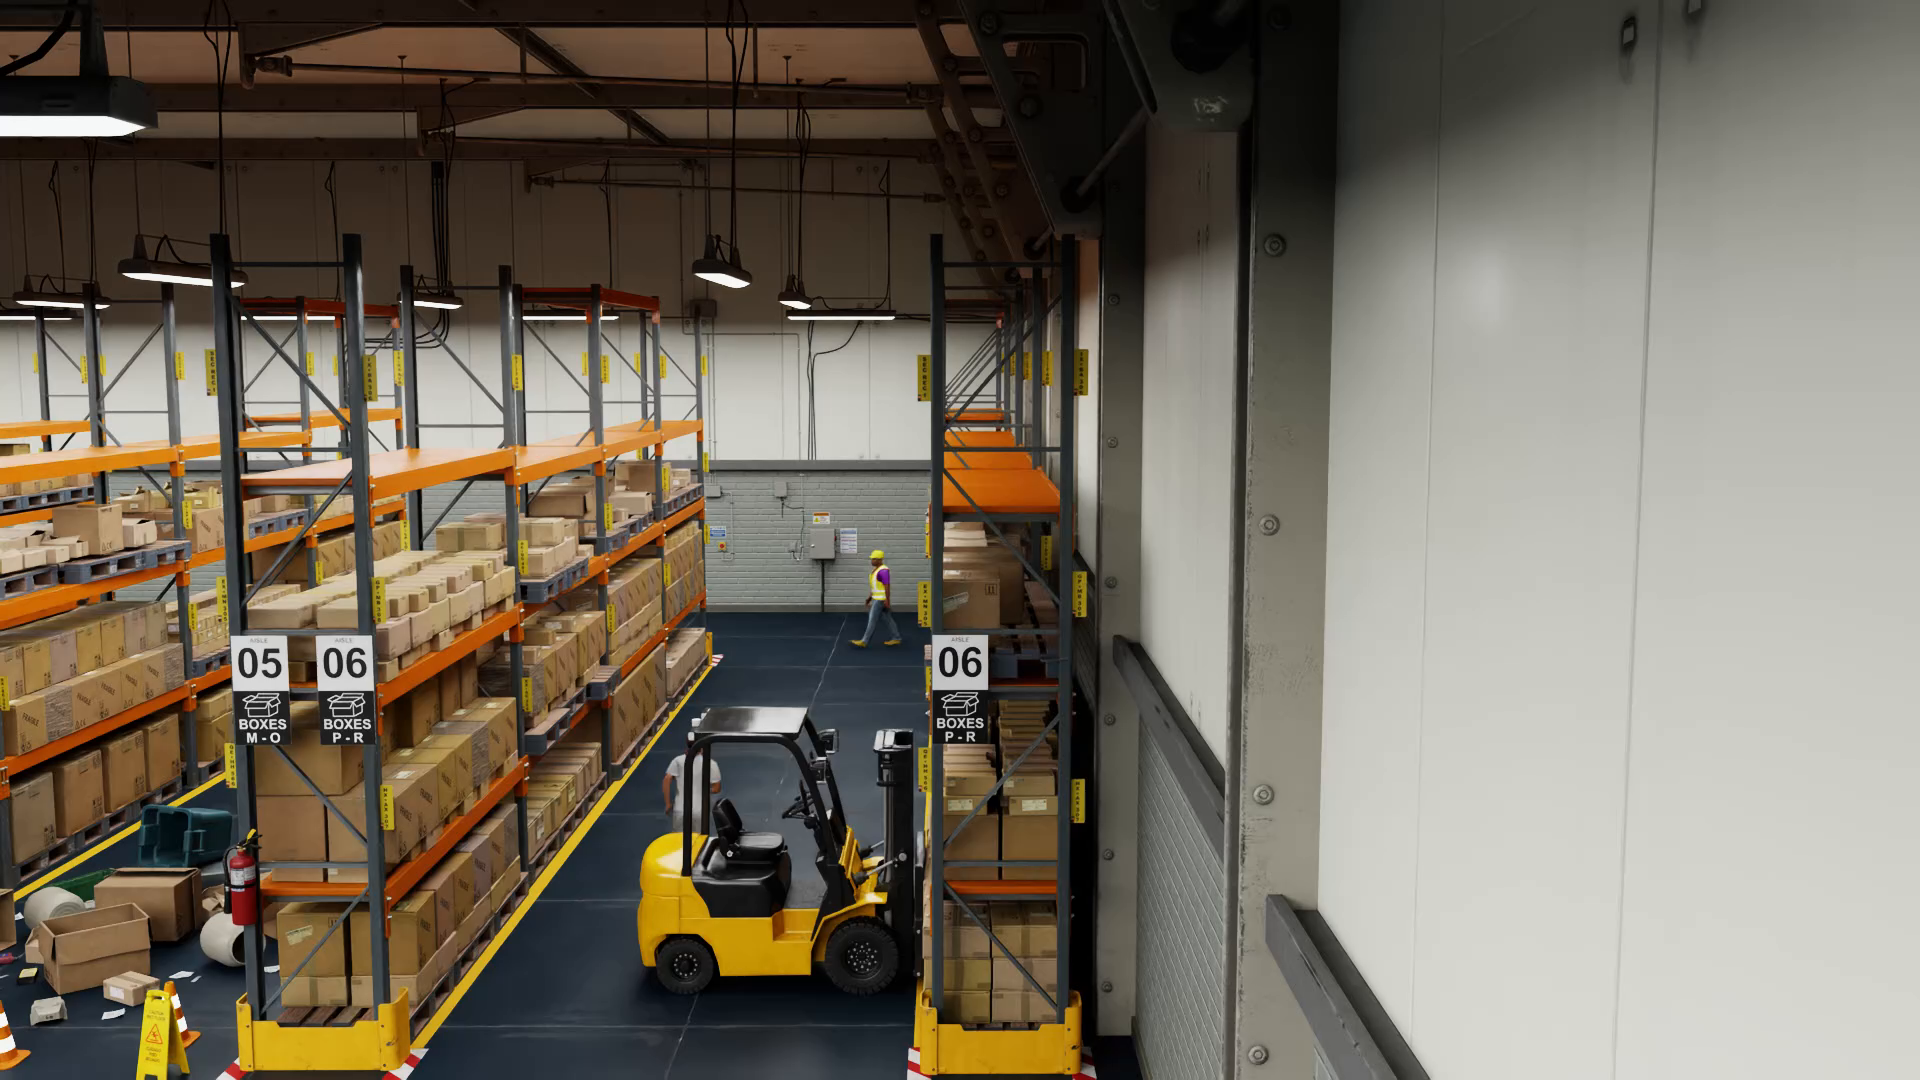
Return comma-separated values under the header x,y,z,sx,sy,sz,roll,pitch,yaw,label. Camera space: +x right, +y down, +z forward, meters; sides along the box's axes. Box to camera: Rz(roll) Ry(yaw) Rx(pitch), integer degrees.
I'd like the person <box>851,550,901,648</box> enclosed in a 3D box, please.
x,y,z,sx,sy,sz,roll,pitch,yaw,label
-1.492,1.042,29.528,0.924,1.736,0.584,-1,6,-12,person

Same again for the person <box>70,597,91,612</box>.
x,y,z,sx,sy,sz,roll,pitch,yaw,label
-13.159,1.587,24.946,0.509,1.676,0.485,3,7,24,person

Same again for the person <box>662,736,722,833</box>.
x,y,z,sx,sy,sz,roll,pitch,yaw,label
-2.586,2.623,16.082,0.563,1.569,0.726,0,6,1,person
